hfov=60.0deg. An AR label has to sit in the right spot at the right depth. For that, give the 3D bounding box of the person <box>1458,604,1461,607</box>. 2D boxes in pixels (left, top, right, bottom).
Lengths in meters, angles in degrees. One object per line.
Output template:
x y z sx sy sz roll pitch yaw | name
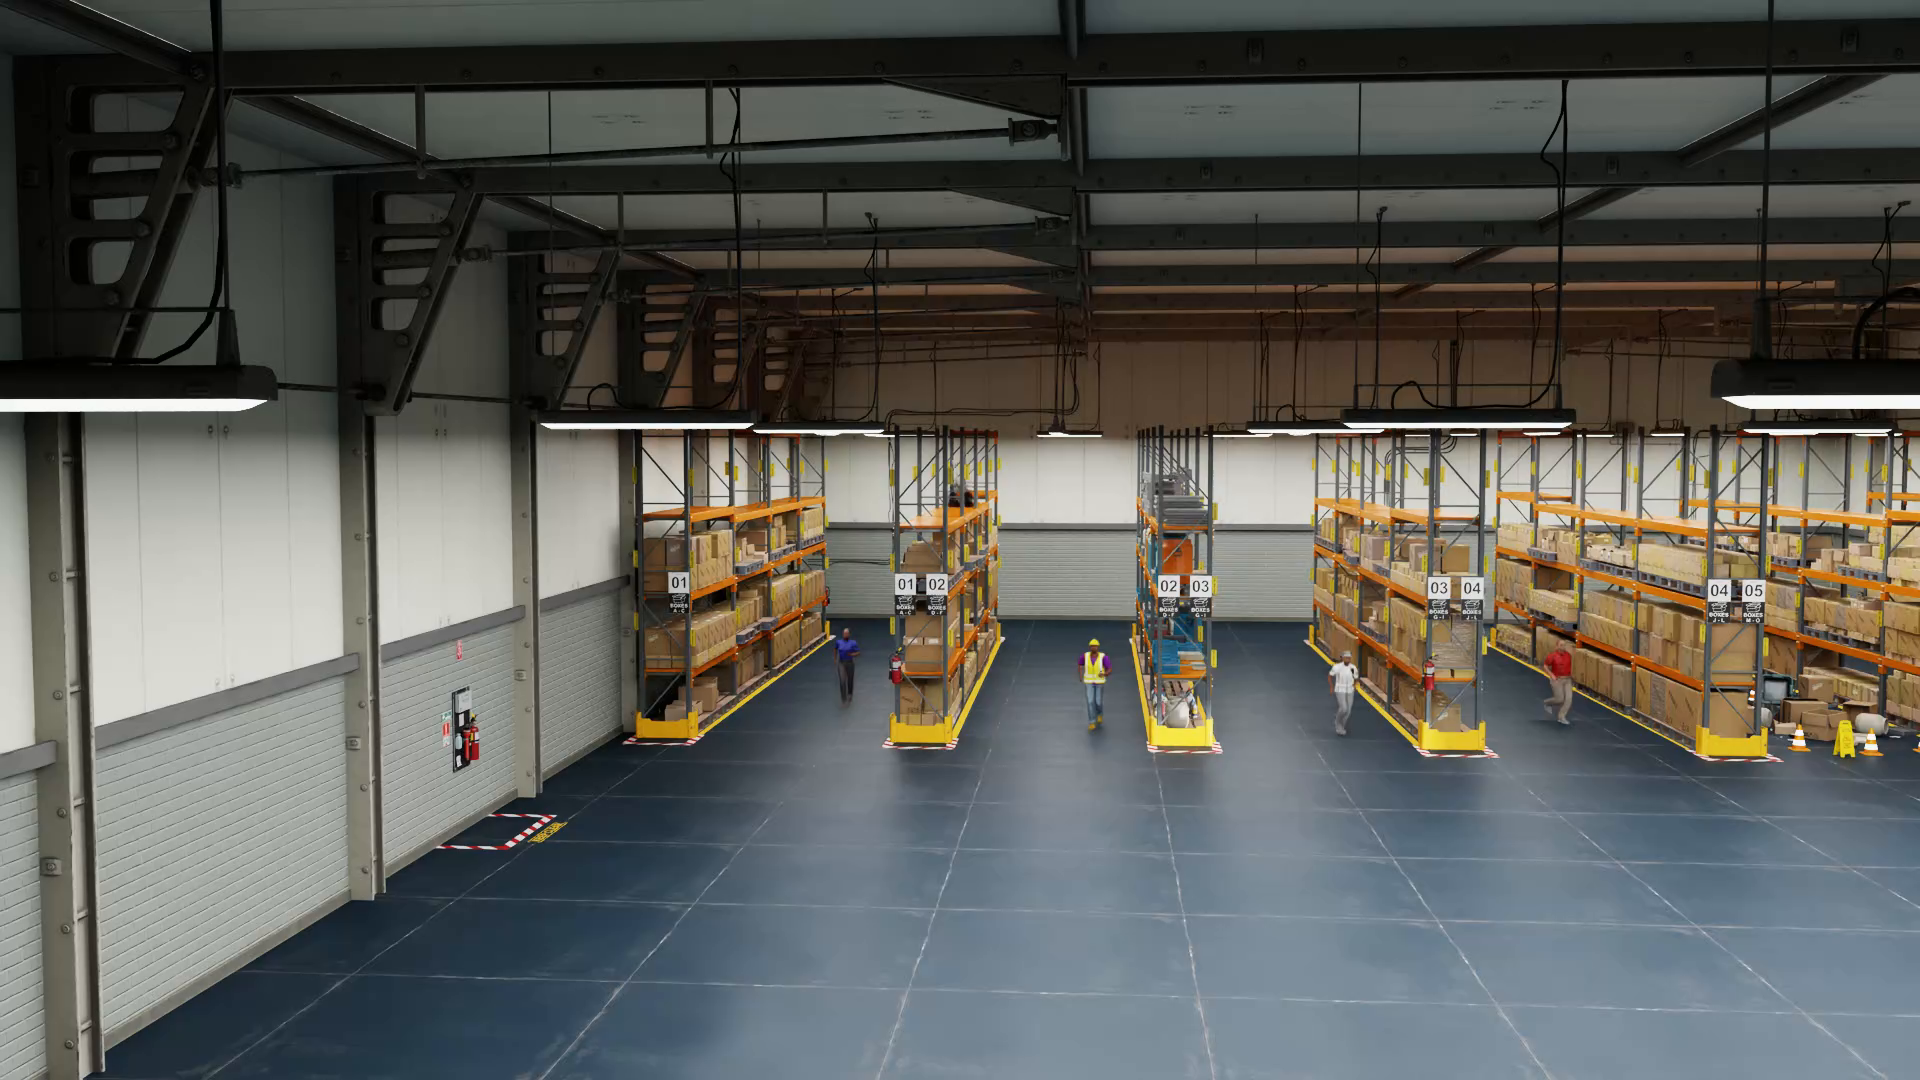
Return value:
14.339 2.119 47.446 0.707 1.544 0.681 0 3 -5 | person

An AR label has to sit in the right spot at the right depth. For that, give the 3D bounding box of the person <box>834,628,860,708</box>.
-2.438 2.718 35.765 0.567 1.656 0.933 0 3 -2 | person

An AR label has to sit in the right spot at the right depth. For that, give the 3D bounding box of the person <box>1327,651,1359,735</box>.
7.438 2.948 32.129 0.543 1.650 0.715 -1 3 -9 | person

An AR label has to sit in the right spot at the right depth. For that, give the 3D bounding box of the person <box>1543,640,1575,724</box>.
12.162 2.862 33.725 0.664 1.688 0.654 -1 4 -14 | person

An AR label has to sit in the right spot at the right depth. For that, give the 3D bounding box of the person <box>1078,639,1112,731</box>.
2.670 2.850 33.063 0.701 1.769 0.827 1 3 10 | person
